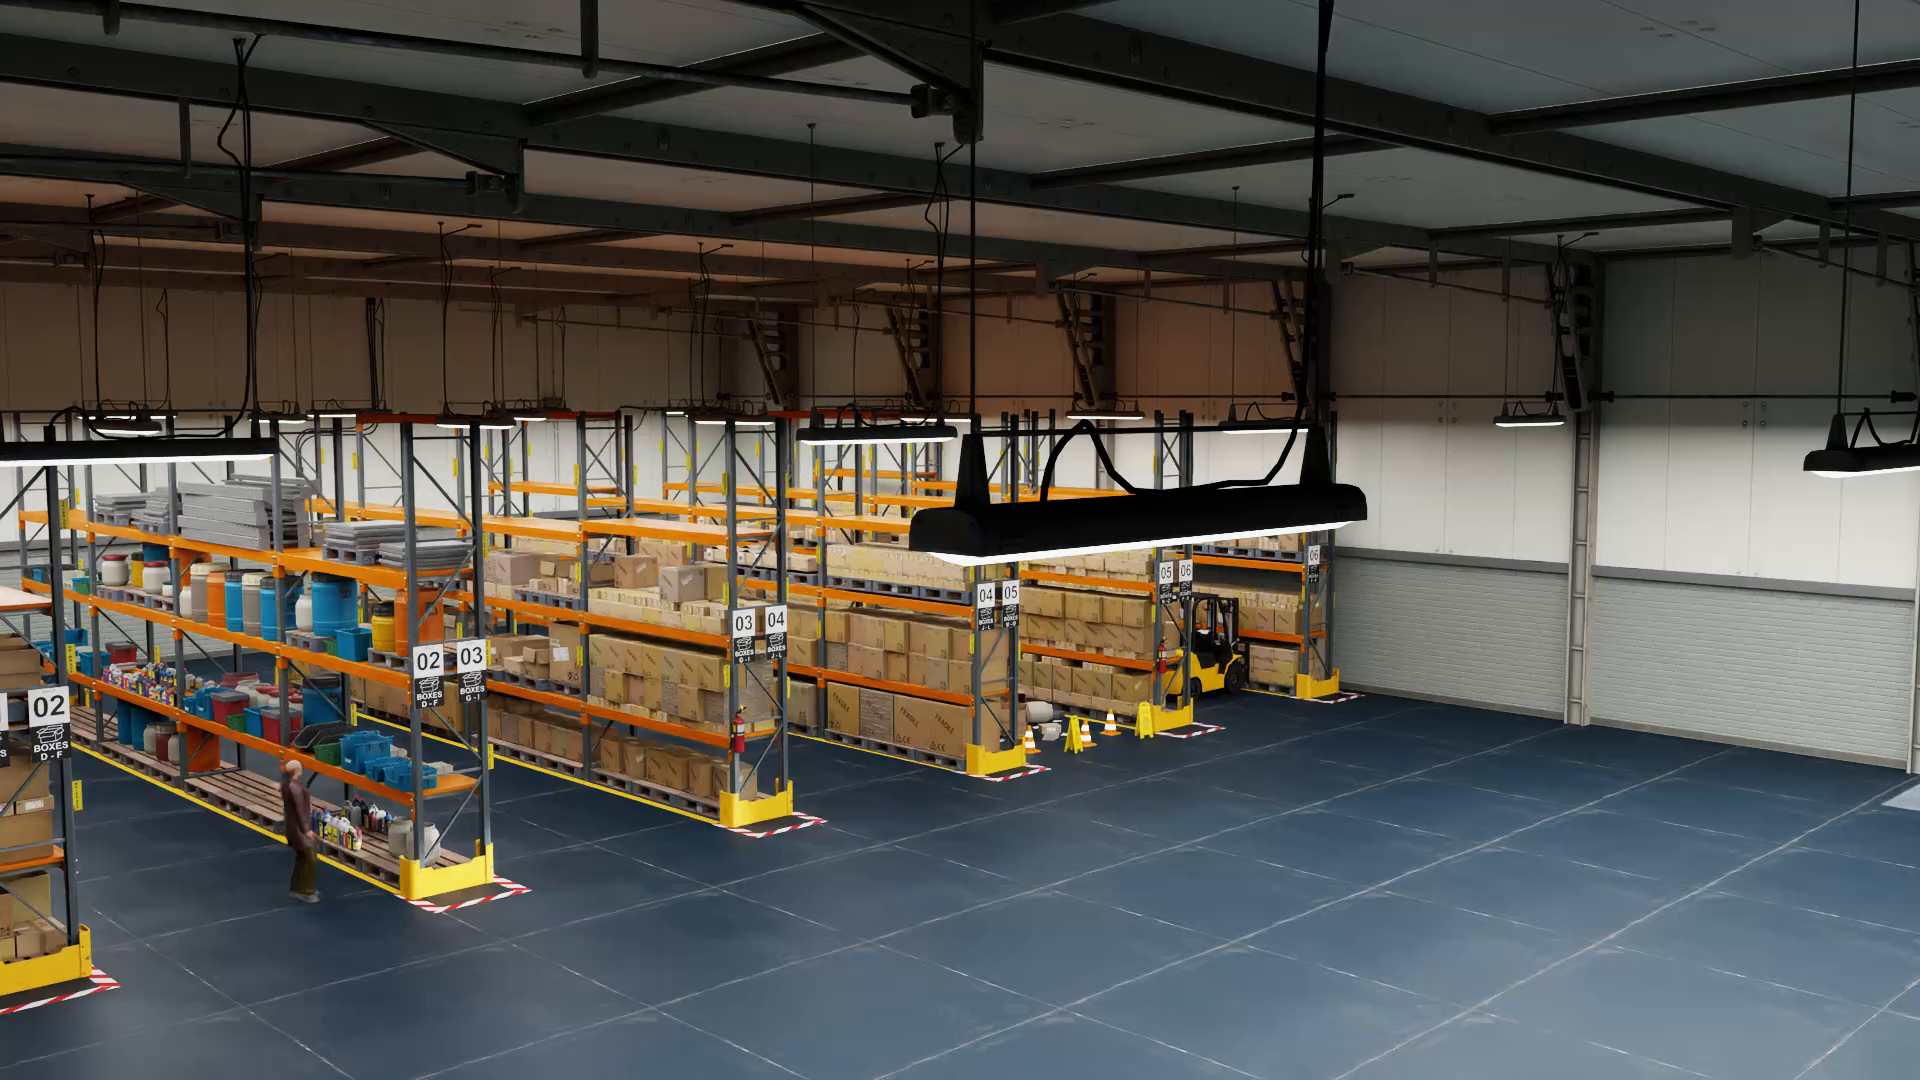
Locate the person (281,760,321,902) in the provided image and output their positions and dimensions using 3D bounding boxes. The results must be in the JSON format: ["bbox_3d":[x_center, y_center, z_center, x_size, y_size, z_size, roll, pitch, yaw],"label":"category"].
[{"bbox_3d":[-8.279,3.673,20.941,0.494,1.841,0.582,-2,5,-17],"label":"person"}]

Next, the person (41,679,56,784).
[{"bbox_3d":[-15.030,3.130,27.228,0.561,1.772,0.403,4,7,42],"label":"person"}]
